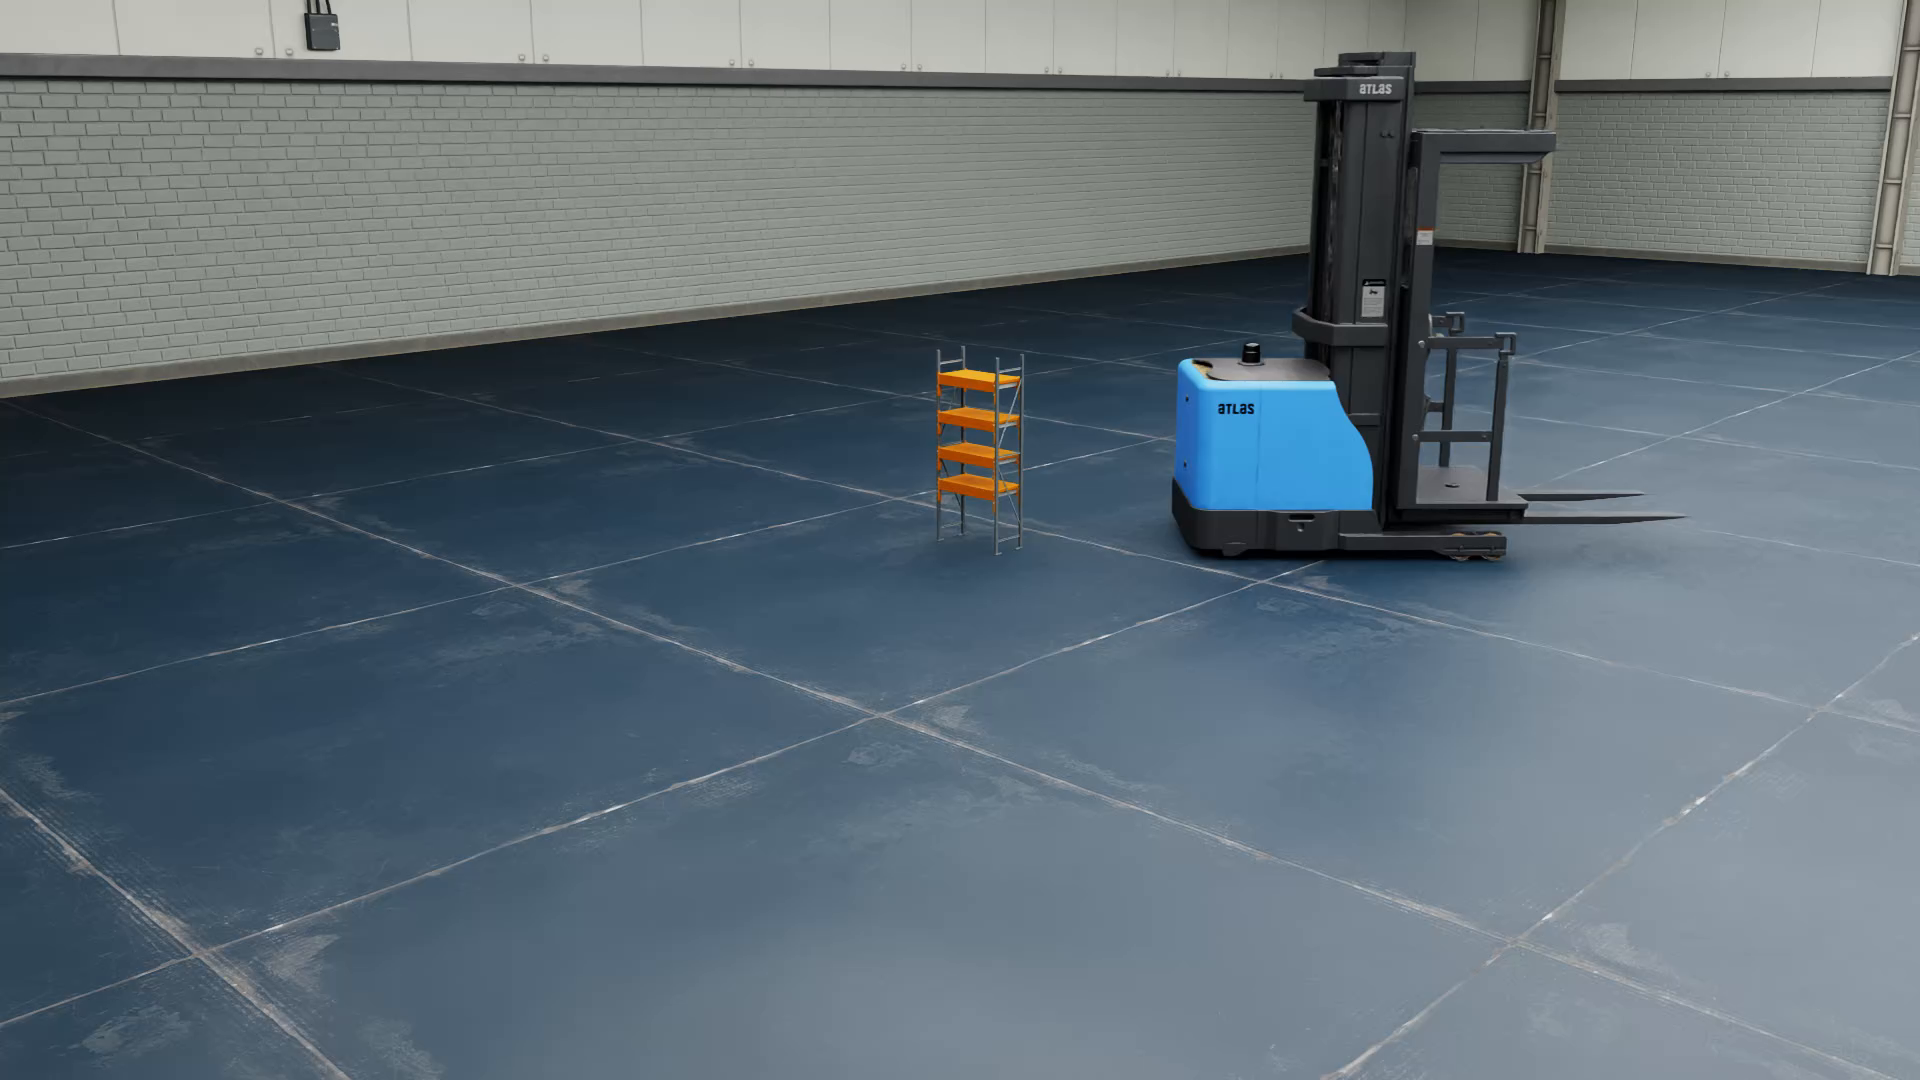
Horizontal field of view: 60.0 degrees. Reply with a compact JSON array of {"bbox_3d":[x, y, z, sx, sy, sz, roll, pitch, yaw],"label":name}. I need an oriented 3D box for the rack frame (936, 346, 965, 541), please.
[{"bbox_3d":[-0.057,-0.594,10.333,0.015,1.200,0.240,14,20,42],"label":"rack frame"}]

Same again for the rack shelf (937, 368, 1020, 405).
[{"bbox_3d":[0.119,-0.932,10.071,0.480,0.148,0.258,14,20,42],"label":"rack shelf"}]

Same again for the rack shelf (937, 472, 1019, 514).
[{"bbox_3d":[0.119,-0.294,10.237,0.480,0.148,0.258,14,20,42],"label":"rack shelf"}]

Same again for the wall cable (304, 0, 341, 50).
[{"bbox_3d":[-5.824,-8.120,17.005,0.169,6.003,2.305,14,20,42],"label":"wall cable"}]

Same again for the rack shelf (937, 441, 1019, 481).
[{"bbox_3d":[0.119,-0.487,10.187,0.480,0.148,0.258,14,20,42],"label":"rack shelf"}]

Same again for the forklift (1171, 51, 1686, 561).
[{"bbox_3d":[2.897,-1.427,10.097,3.031,2.935,1.130,0,15,0],"label":"forklift"}]

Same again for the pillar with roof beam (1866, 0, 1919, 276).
[{"bbox_3d":[11.973,-7.885,22.846,0.400,9.000,9.100,14,20,42],"label":"pillar with roof beam"}]

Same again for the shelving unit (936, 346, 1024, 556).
[{"bbox_3d":[0.119,-0.552,10.170,0.503,1.200,0.258,14,20,42],"label":"shelving unit"}]

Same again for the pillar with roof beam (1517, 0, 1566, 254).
[{"bbox_3d":[7.654,-8.935,26.876,0.400,9.000,9.100,14,20,42],"label":"pillar with roof beam"}]

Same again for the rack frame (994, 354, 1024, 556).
[{"bbox_3d":[0.295,-0.509,10.006,0.015,1.200,0.240,14,20,42],"label":"rack frame"}]

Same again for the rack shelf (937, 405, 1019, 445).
[{"bbox_3d":[0.119,-0.703,10.130,0.480,0.148,0.258,14,20,42],"label":"rack shelf"}]
